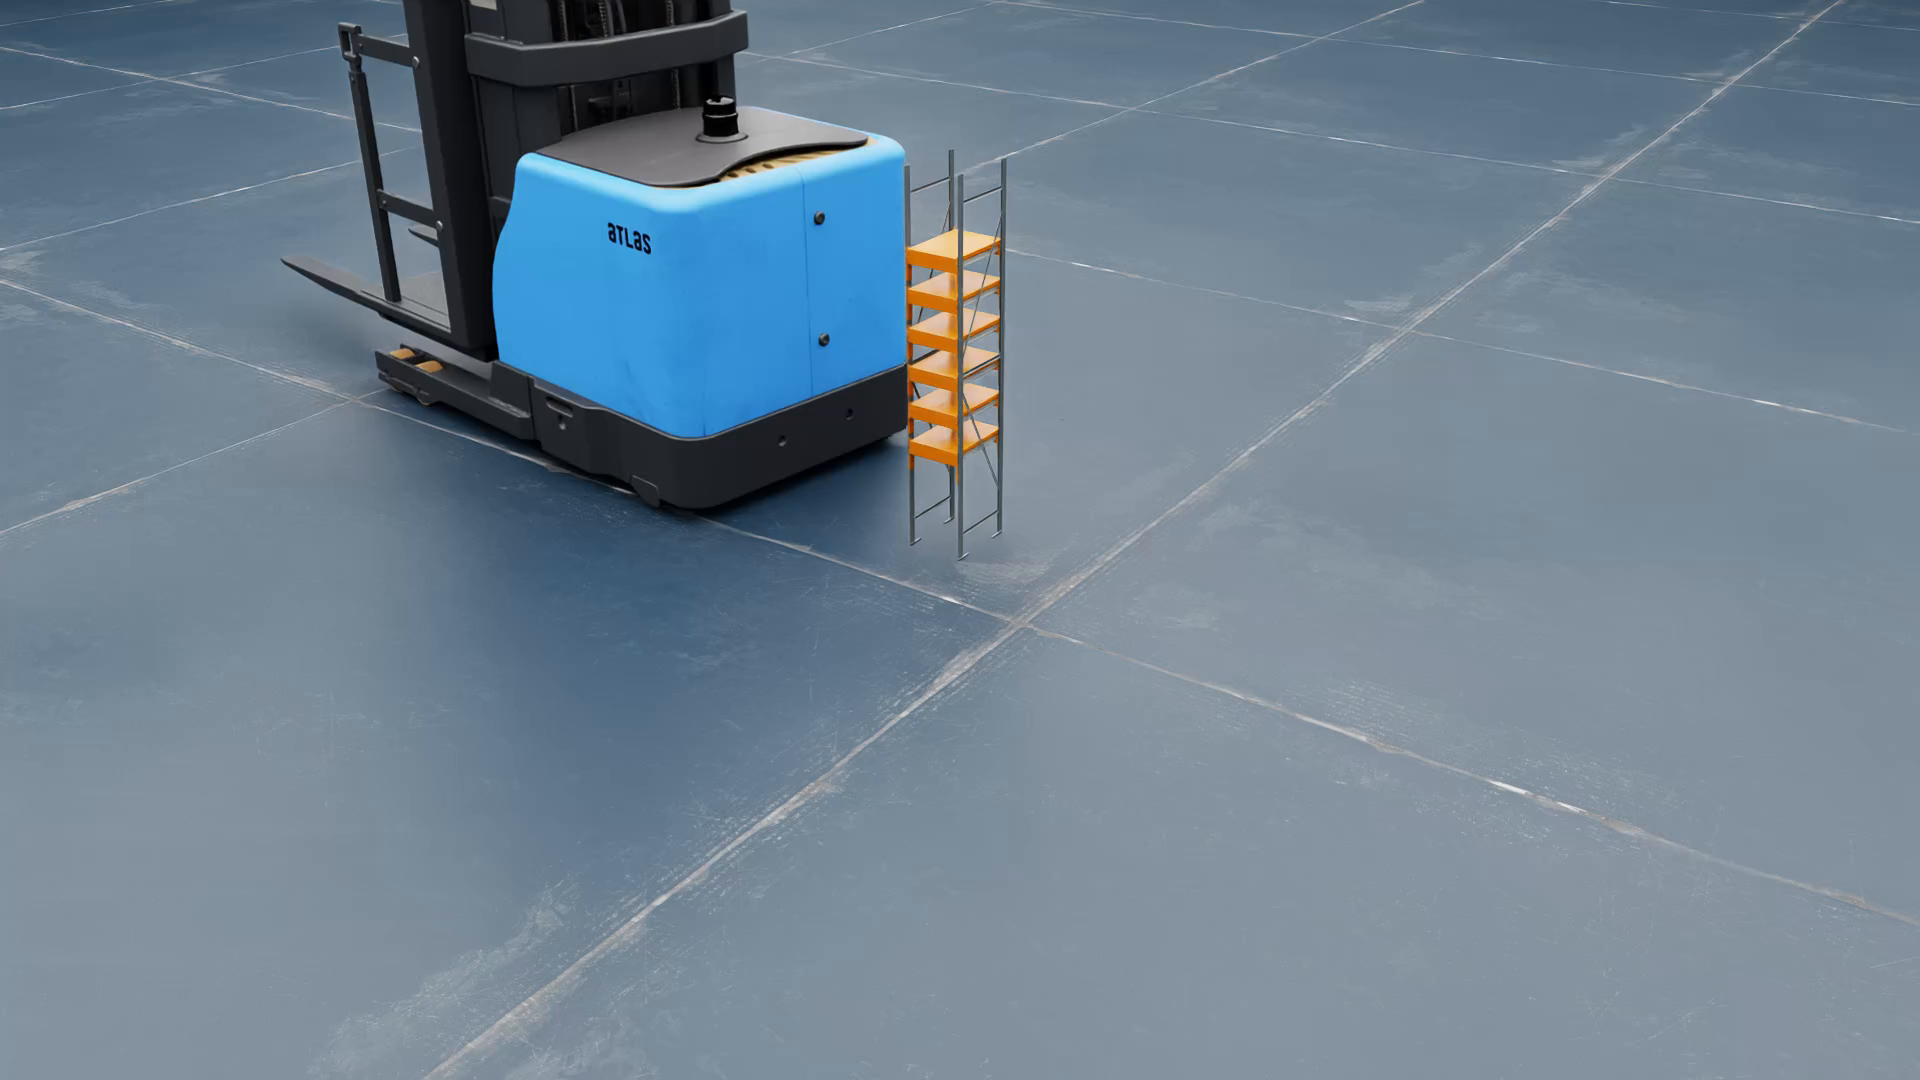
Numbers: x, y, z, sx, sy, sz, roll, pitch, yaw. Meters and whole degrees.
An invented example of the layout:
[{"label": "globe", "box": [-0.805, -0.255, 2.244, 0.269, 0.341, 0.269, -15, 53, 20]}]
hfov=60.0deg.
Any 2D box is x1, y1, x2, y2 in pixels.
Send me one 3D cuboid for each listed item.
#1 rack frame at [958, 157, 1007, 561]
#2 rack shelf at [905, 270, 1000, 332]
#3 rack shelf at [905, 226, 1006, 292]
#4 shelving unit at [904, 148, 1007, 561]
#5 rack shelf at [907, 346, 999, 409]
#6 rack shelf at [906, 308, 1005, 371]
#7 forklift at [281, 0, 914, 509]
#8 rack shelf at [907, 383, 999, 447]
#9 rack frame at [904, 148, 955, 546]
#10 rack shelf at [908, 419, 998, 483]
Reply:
[{"label": "rack frame", "box": [0.063, -0.515, 4.939, 0.006, 1.200, 0.240, 17, 32, 30]}, {"label": "rack shelf", "box": [-0.012, -0.713, 4.896, 0.180, 0.103, 0.258, 17, 32, 30]}, {"label": "rack shelf", "box": [-0.012, -0.820, 4.842, 0.180, 0.103, 0.258, 17, 32, 30]}, {"label": "shelving unit", "box": [-0.012, -0.538, 4.985, 0.189, 1.200, 0.258, 17, 32, 30]}, {"label": "rack shelf", "box": [-0.012, -0.499, 5.005, 0.180, 0.103, 0.258, 17, 32, 30]}, {"label": "rack shelf", "box": [-0.012, -0.606, 4.951, 0.180, 0.103, 0.258, 17, 32, 30]}, {"label": "forklift", "box": [-1.585, -1.963, 5.876, 3.031, 2.935, 1.130, 23, 35, 37]}, {"label": "rack shelf", "box": [-0.012, -0.392, 5.060, 0.180, 0.103, 0.258, 17, 32, 30]}, {"label": "rack frame", "box": [-0.087, -0.562, 5.031, 0.006, 1.200, 0.240, 17, 32, 30]}, {"label": "rack shelf", "box": [-0.012, -0.285, 5.114, 0.180, 0.103, 0.258, 17, 32, 30]}]
